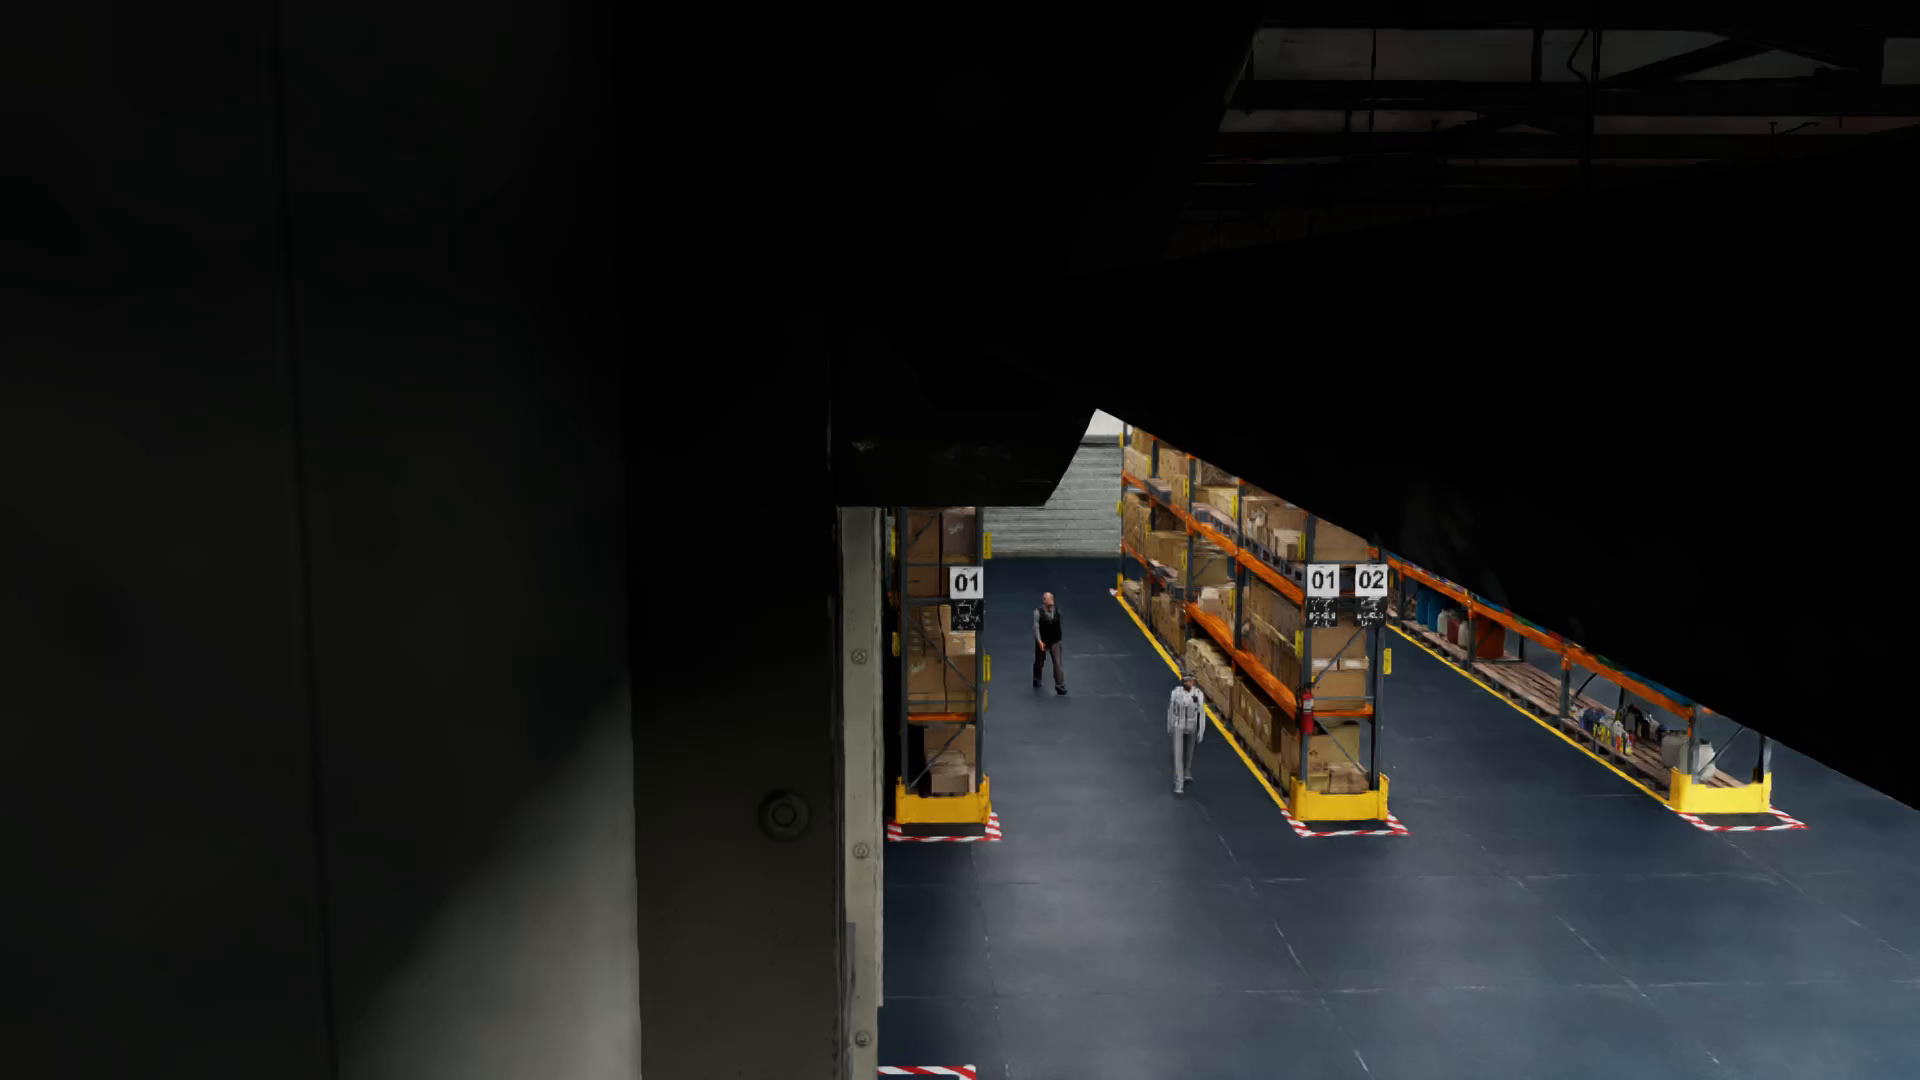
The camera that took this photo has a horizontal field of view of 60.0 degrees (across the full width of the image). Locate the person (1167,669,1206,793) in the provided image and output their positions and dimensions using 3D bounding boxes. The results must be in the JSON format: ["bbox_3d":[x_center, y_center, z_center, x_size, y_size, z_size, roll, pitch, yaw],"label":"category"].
[{"bbox_3d":[2.986,2.461,21.853,0.494,1.586,1.060,0,8,1],"label":"person"}]

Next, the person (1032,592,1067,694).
[{"bbox_3d":[1.437,1.670,27.321,0.538,1.664,1.028,-2,8,-11],"label":"person"}]

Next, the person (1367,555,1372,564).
[{"bbox_3d":[9.365,0.062,38.640,0.595,1.708,0.580,5,10,33],"label":"person"}]
